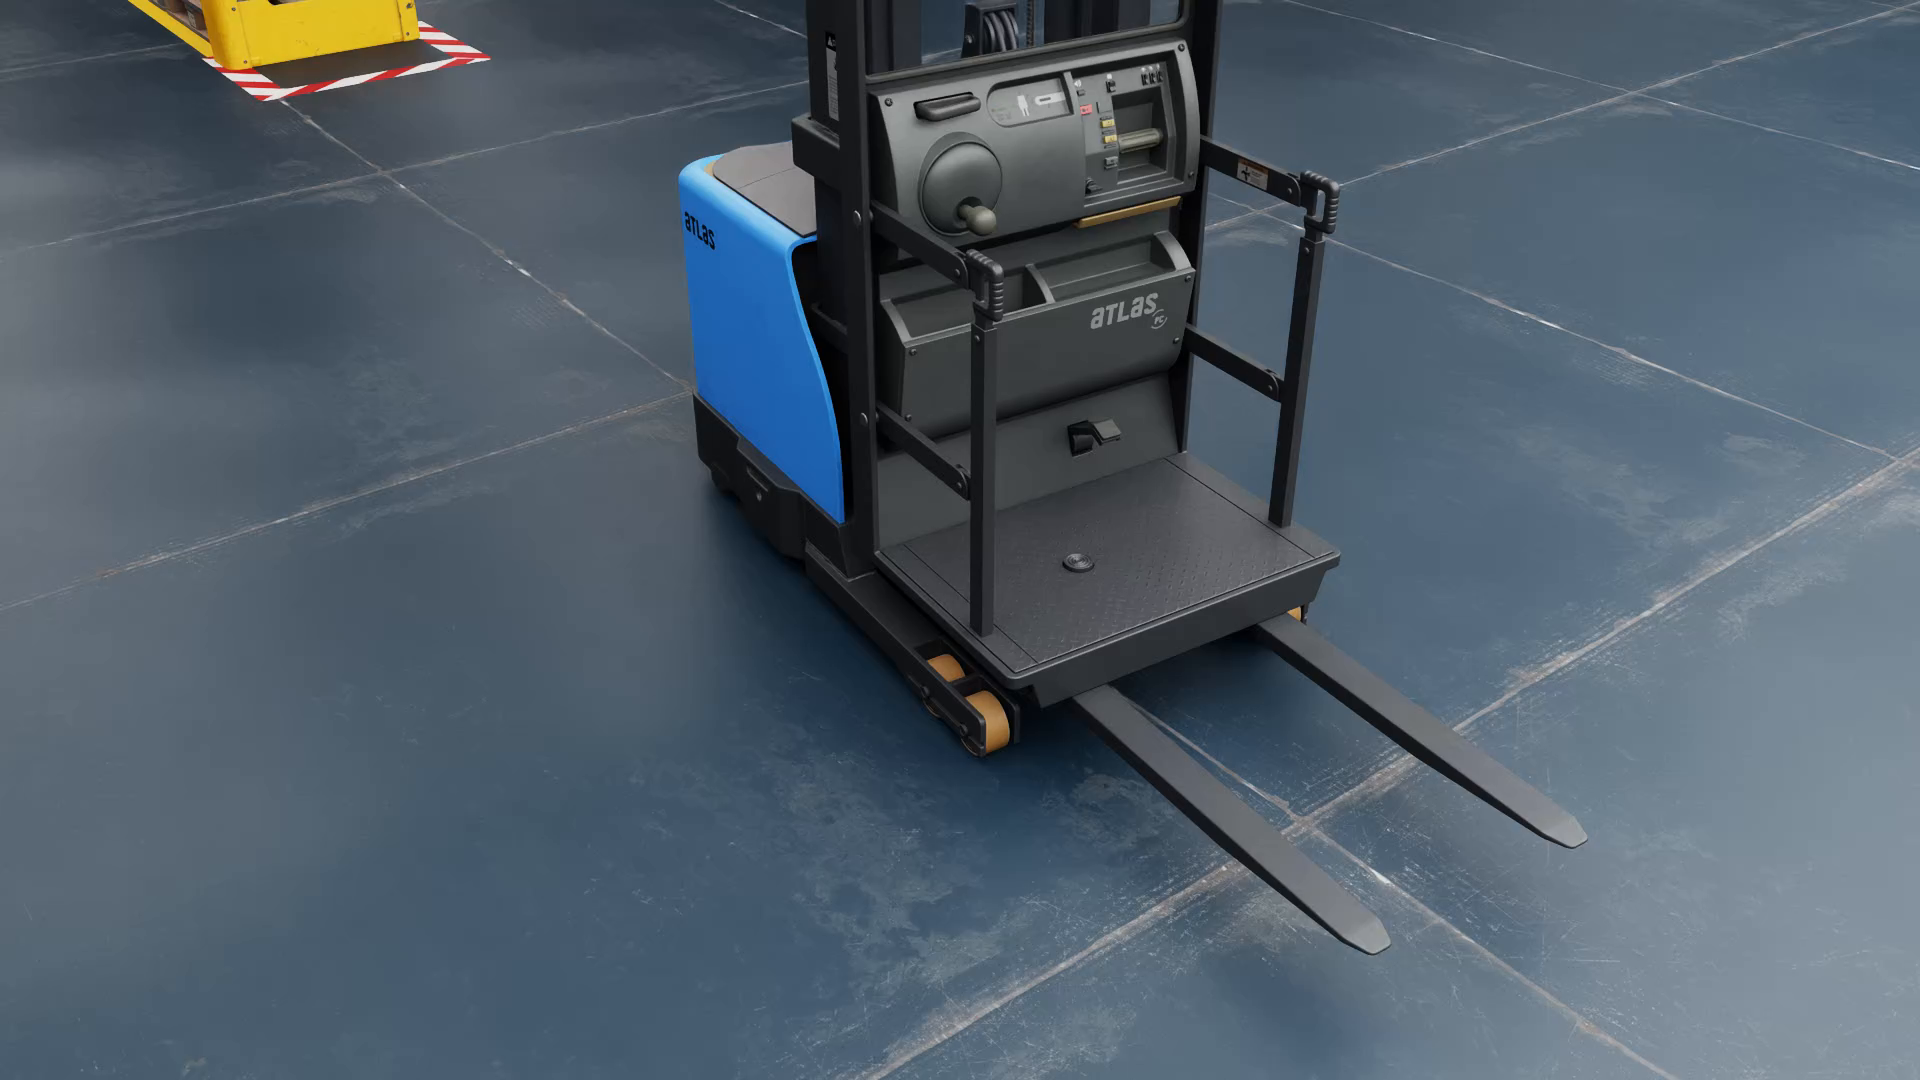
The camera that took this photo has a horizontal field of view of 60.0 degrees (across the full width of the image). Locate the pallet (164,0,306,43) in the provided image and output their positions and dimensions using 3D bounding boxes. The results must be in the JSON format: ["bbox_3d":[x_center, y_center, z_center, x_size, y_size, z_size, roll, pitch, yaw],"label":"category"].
[{"bbox_3d":[-4.356,-3.397,10.520,1.003,0.211,1.213,-22,38,-31],"label":"pallet"}]

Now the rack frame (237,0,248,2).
[{"bbox_3d":[-3.778,-4.225,9.210,1.000,3.000,0.127,-22,38,-31],"label":"rack frame"}]

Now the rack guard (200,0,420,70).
[{"bbox_3d":[-3.862,-3.180,9.896,1.175,0.500,0.348,-22,38,-31],"label":"rack guard"}]

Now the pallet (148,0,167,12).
[{"bbox_3d":[-5.100,-3.905,11.338,1.003,0.211,1.213,-22,38,-31],"label":"pallet"}]

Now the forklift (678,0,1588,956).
[{"bbox_3d":[0.331,-0.966,4.028,1.130,2.935,3.031,-18,36,-27],"label":"forklift"}]
